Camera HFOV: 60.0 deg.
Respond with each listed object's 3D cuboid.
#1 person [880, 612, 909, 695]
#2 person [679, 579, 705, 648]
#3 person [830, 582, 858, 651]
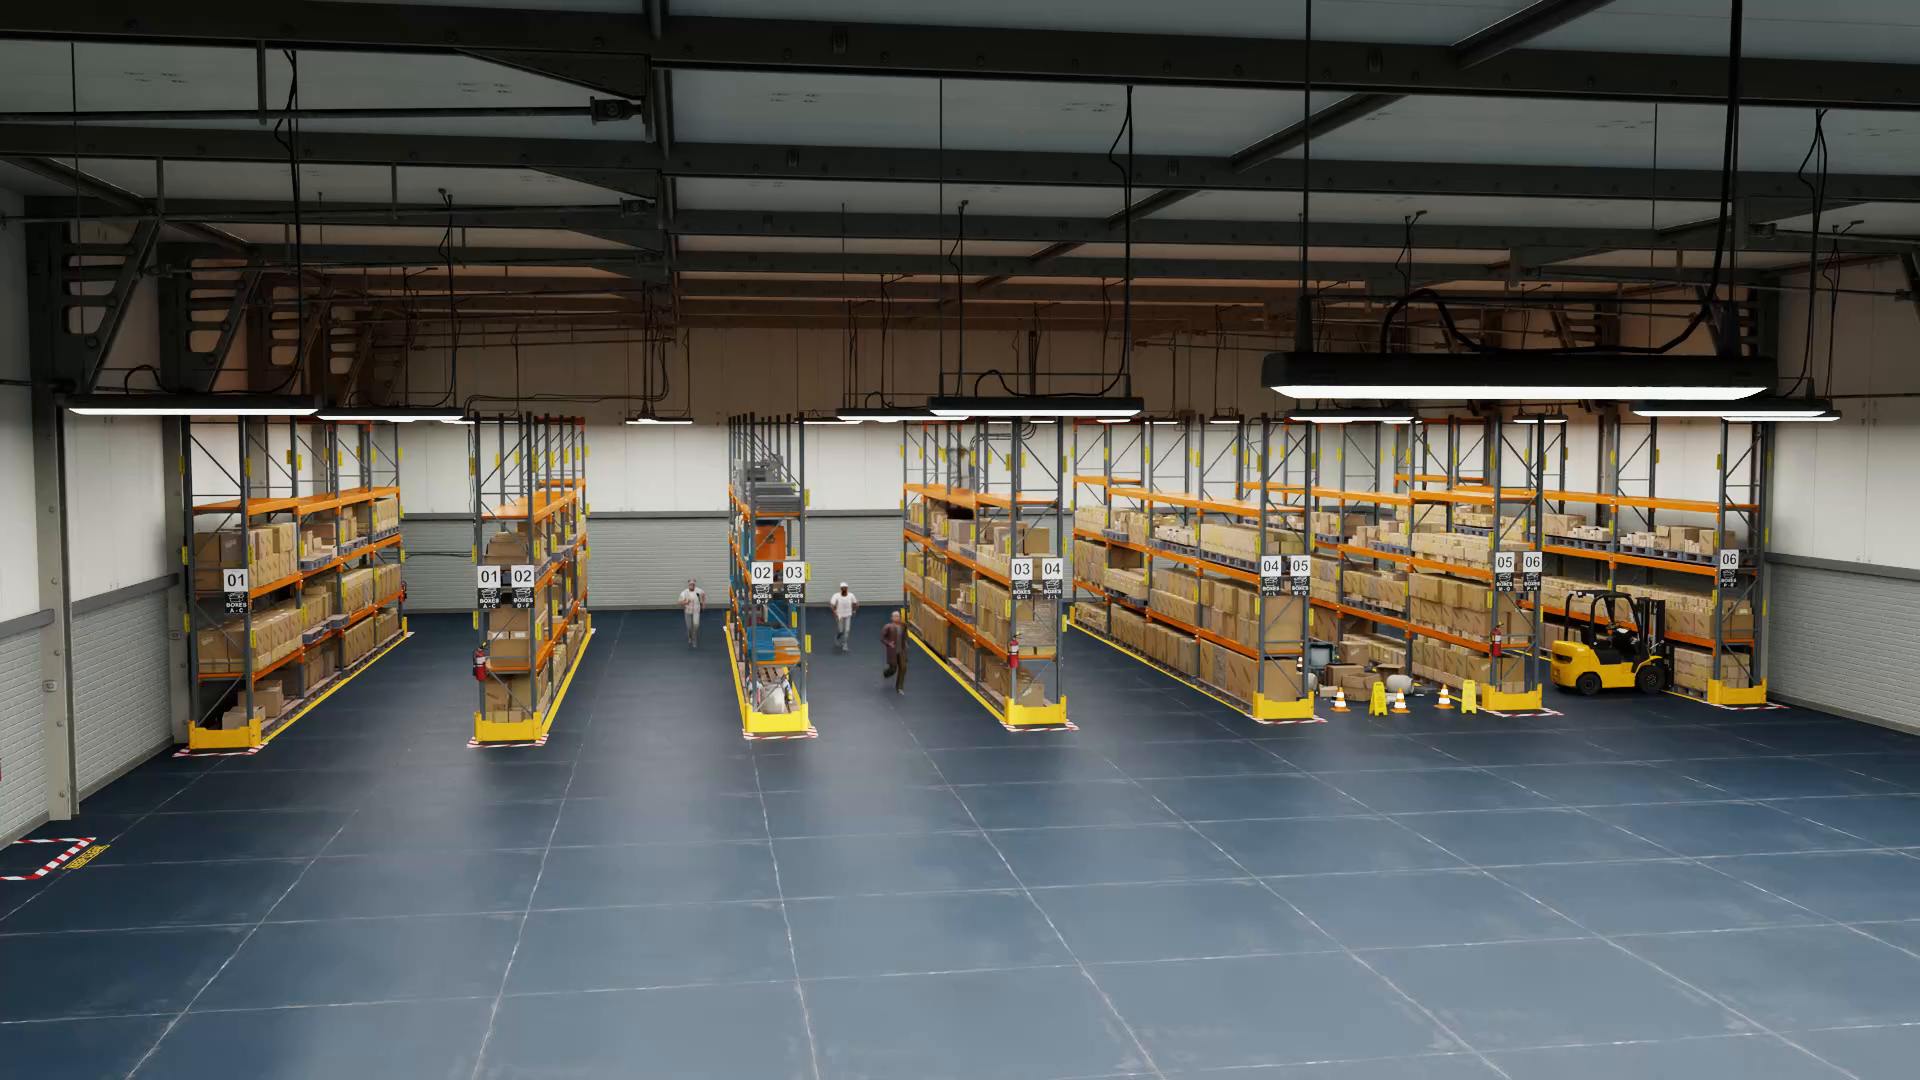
[{"bbox_3d":[-1.388,2.429,35.873,0.720,1.790,0.882,-2,4,-25],"label":"person"},{"bbox_3d":[-6.978,1.909,43.344,0.686,1.830,0.876,-1,4,-14],"label":"person"},{"bbox_3d":[-2.983,1.953,42.805,0.723,1.743,0.644,-1,4,-16],"label":"person"}]
